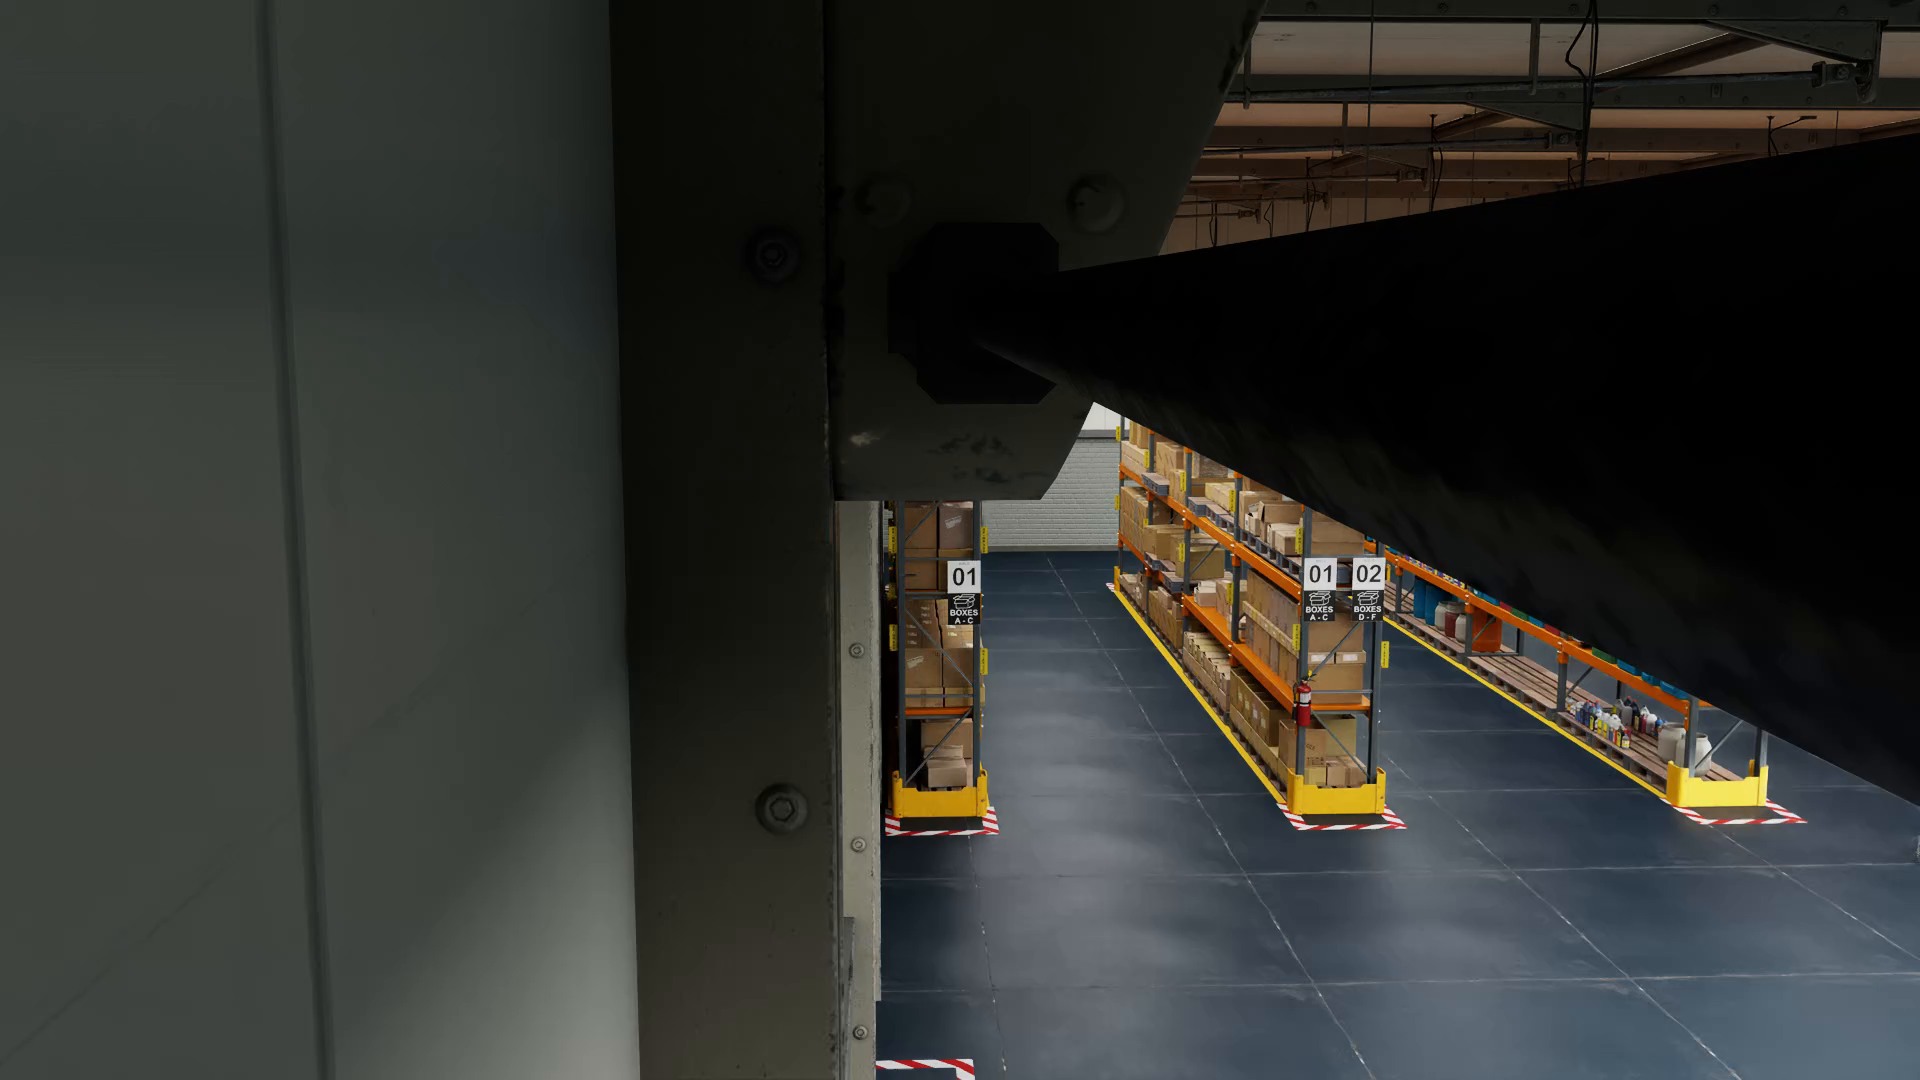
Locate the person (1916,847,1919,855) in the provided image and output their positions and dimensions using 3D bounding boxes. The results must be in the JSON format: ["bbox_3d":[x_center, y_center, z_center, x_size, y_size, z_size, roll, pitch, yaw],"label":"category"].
[{"bbox_3d":[11.173,2.845,18.629,0.704,1.736,0.560,5,10,32],"label":"person"}]
